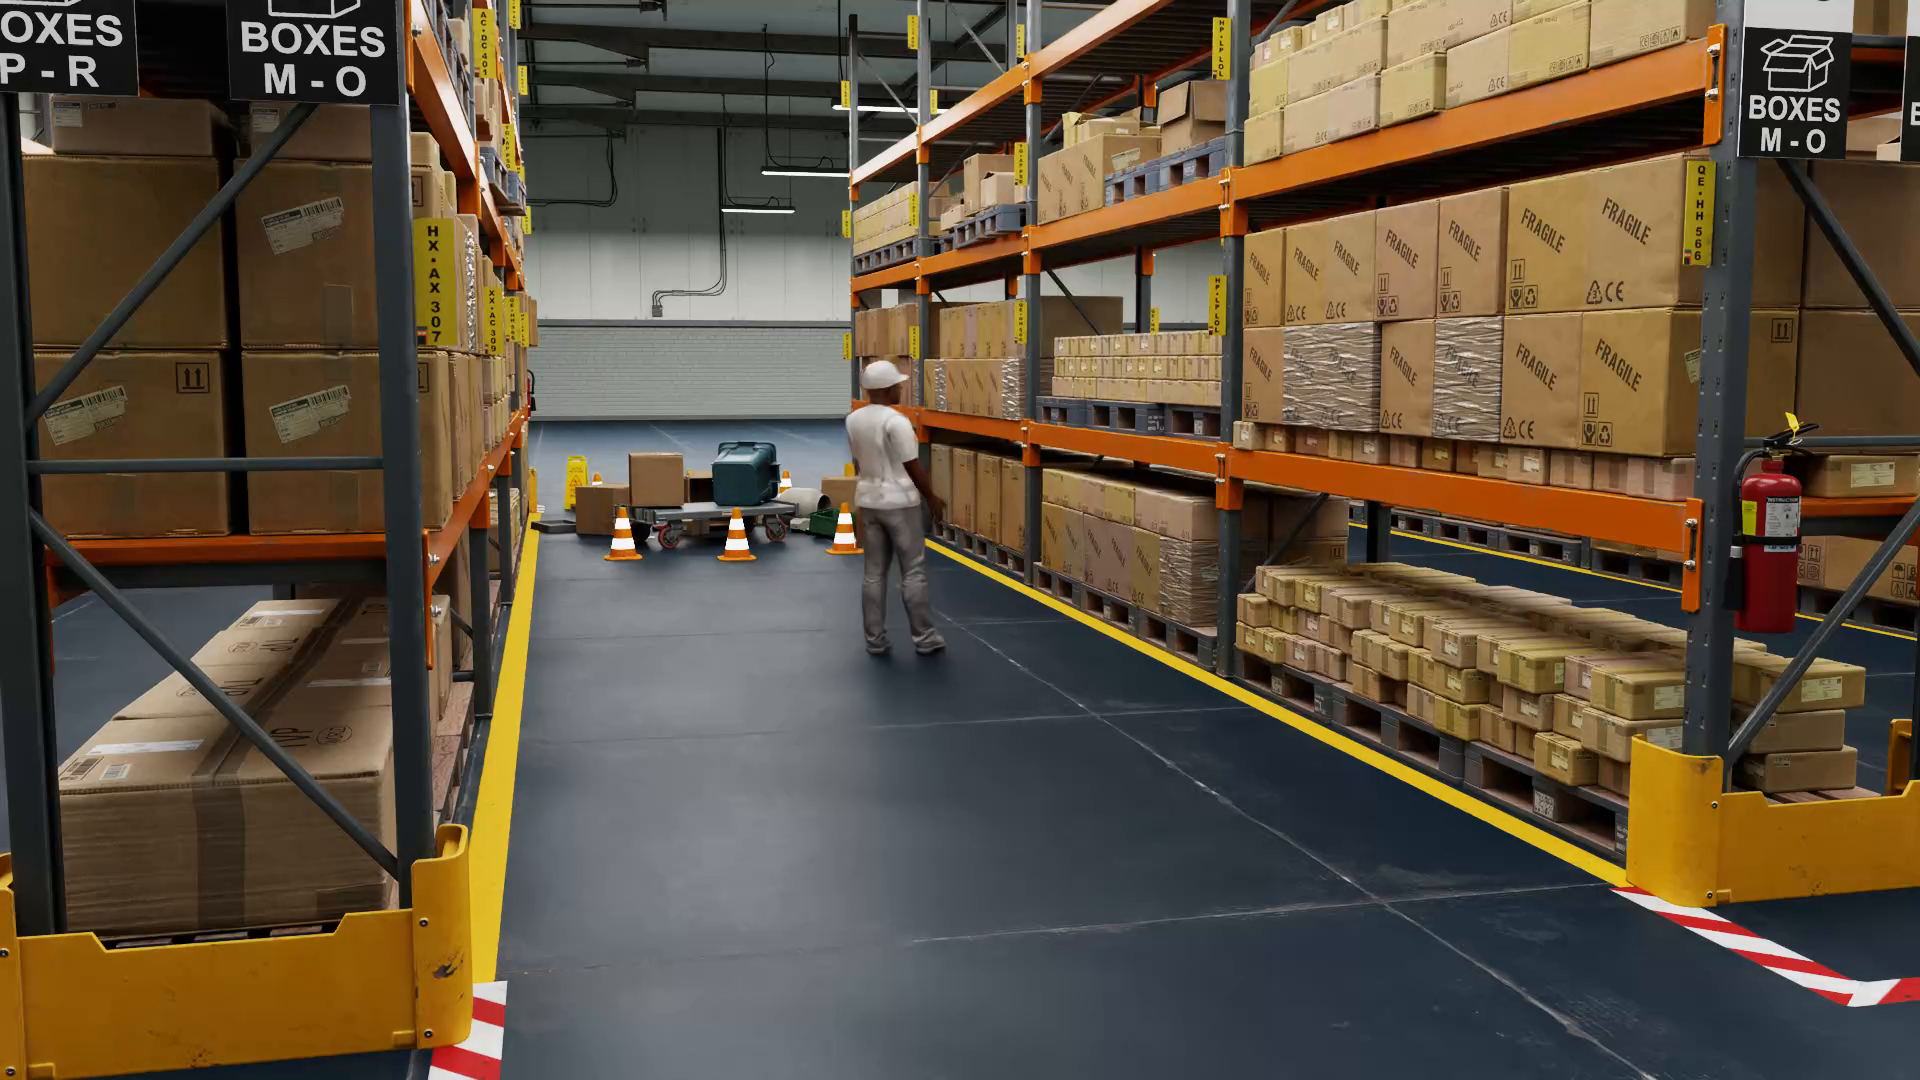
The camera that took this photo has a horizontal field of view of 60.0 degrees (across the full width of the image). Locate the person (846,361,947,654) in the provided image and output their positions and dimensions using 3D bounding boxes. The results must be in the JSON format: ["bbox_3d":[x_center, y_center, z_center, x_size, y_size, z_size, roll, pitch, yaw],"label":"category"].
[{"bbox_3d":[-0.388,-0.201,10.112,0.559,1.771,0.563,6,8,42],"label":"person"}]
